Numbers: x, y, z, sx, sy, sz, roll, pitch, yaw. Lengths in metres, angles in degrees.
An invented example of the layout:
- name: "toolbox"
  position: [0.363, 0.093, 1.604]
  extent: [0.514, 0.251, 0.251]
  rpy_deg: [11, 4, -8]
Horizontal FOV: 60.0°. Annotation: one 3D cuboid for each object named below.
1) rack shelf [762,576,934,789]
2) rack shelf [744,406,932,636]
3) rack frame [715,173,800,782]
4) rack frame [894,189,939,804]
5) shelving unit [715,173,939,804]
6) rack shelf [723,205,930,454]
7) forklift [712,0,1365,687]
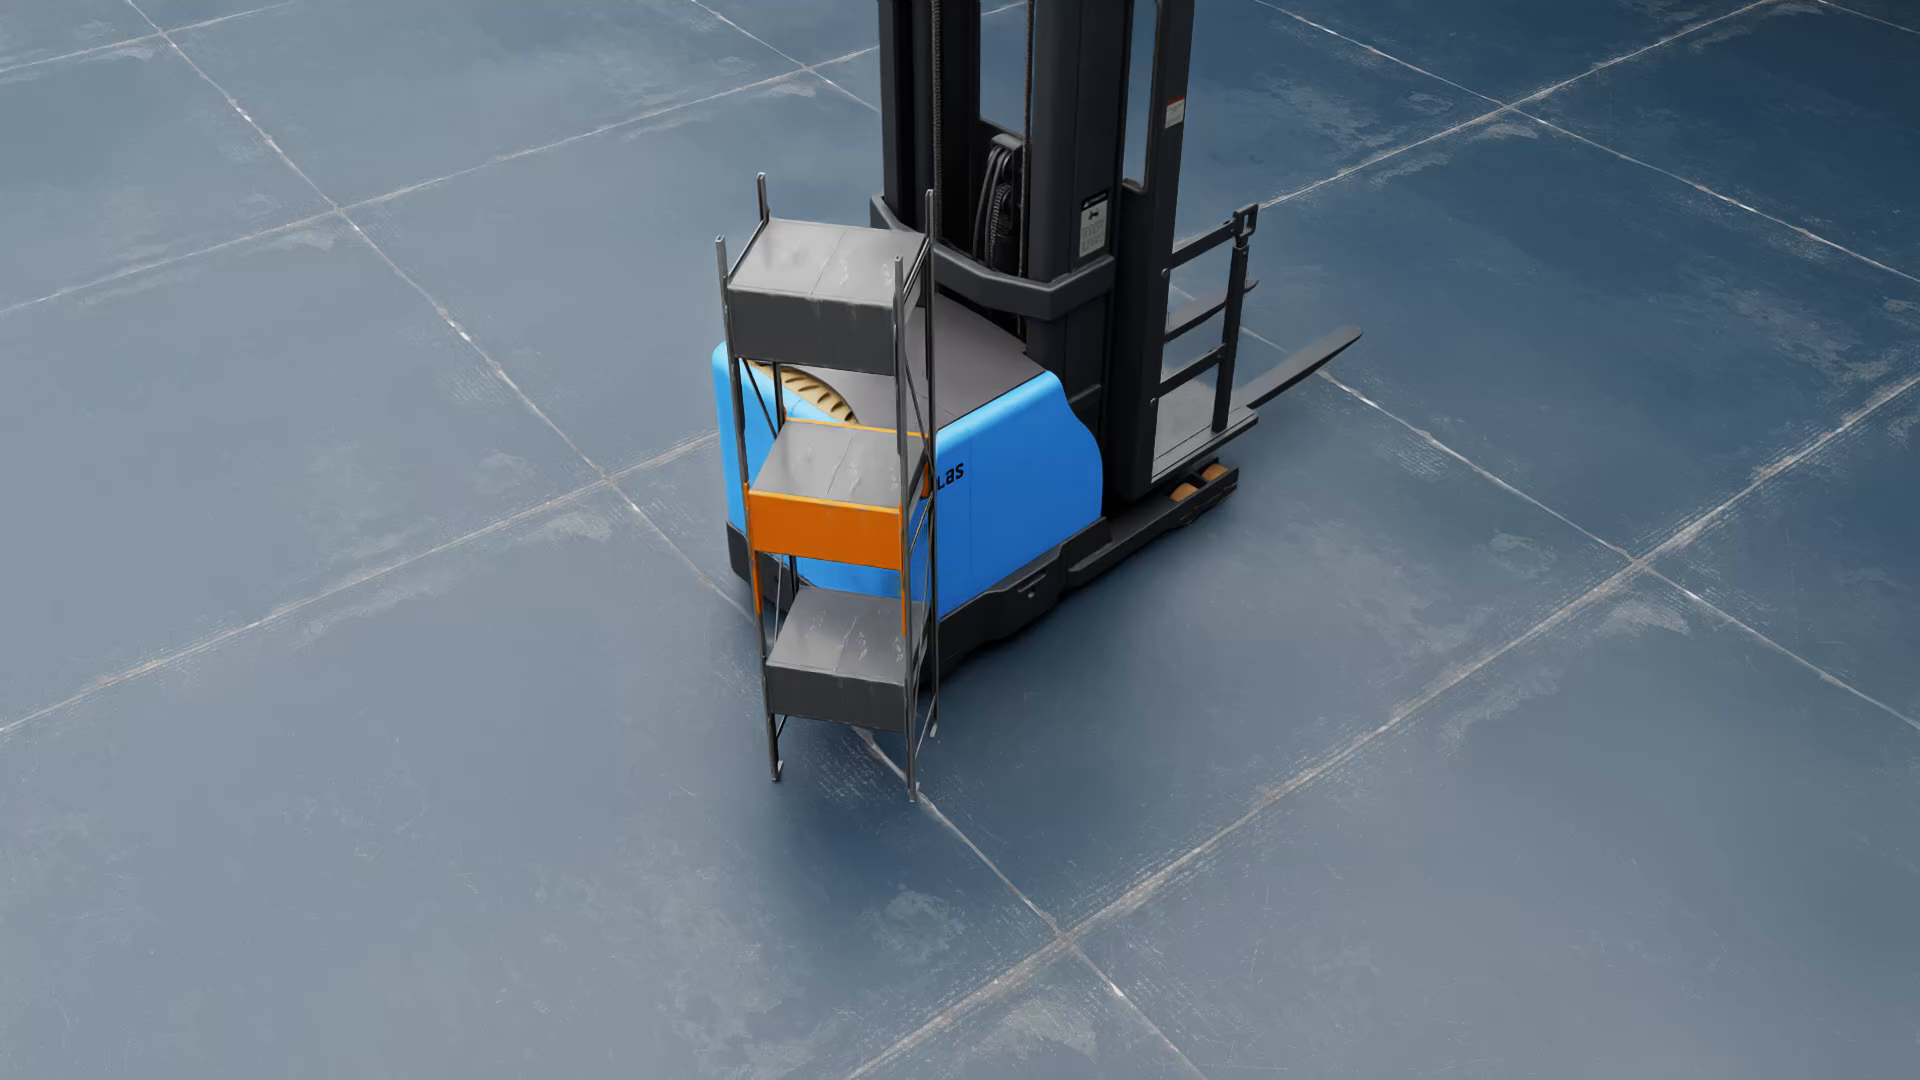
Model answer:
- name: "rack shelf"
  position: [-0.362, 0.480, 5.634]
  extent: [0.480, 0.518, 0.431]
  rpy_deg: [8, 40, 9]
- name: "rack shelf"
  position: [-0.362, -0.061, 5.190]
  extent: [0.480, 0.518, 0.431]
  rpy_deg: [8, 40, 9]
- name: "rack frame"
  position: [-0.600, -0.103, 5.220]
  extent: [0.015, 2.100, 0.400]
  rpy_deg: [8, 40, 9]
- name: "rack frame"
  position: [-0.123, -0.039, 5.143]
  extent: [0.015, 2.100, 0.400]
  rpy_deg: [8, 40, 9]
- name: "shelving unit"
  position: [-0.362, -0.071, 5.181]
  extent: [0.503, 2.100, 0.431]
  rpy_deg: [8, 40, 9]
- name: "rack shelf"
  position: [-0.362, -0.602, 4.746]
  extent: [0.480, 0.518, 0.431]
  rpy_deg: [8, 40, 9]
- name: "forklift"
  position: [0.516, -1.413, 6.162]
  extent: [3.031, 2.935, 1.130]
  rpy_deg: [-31, 49, -32]
